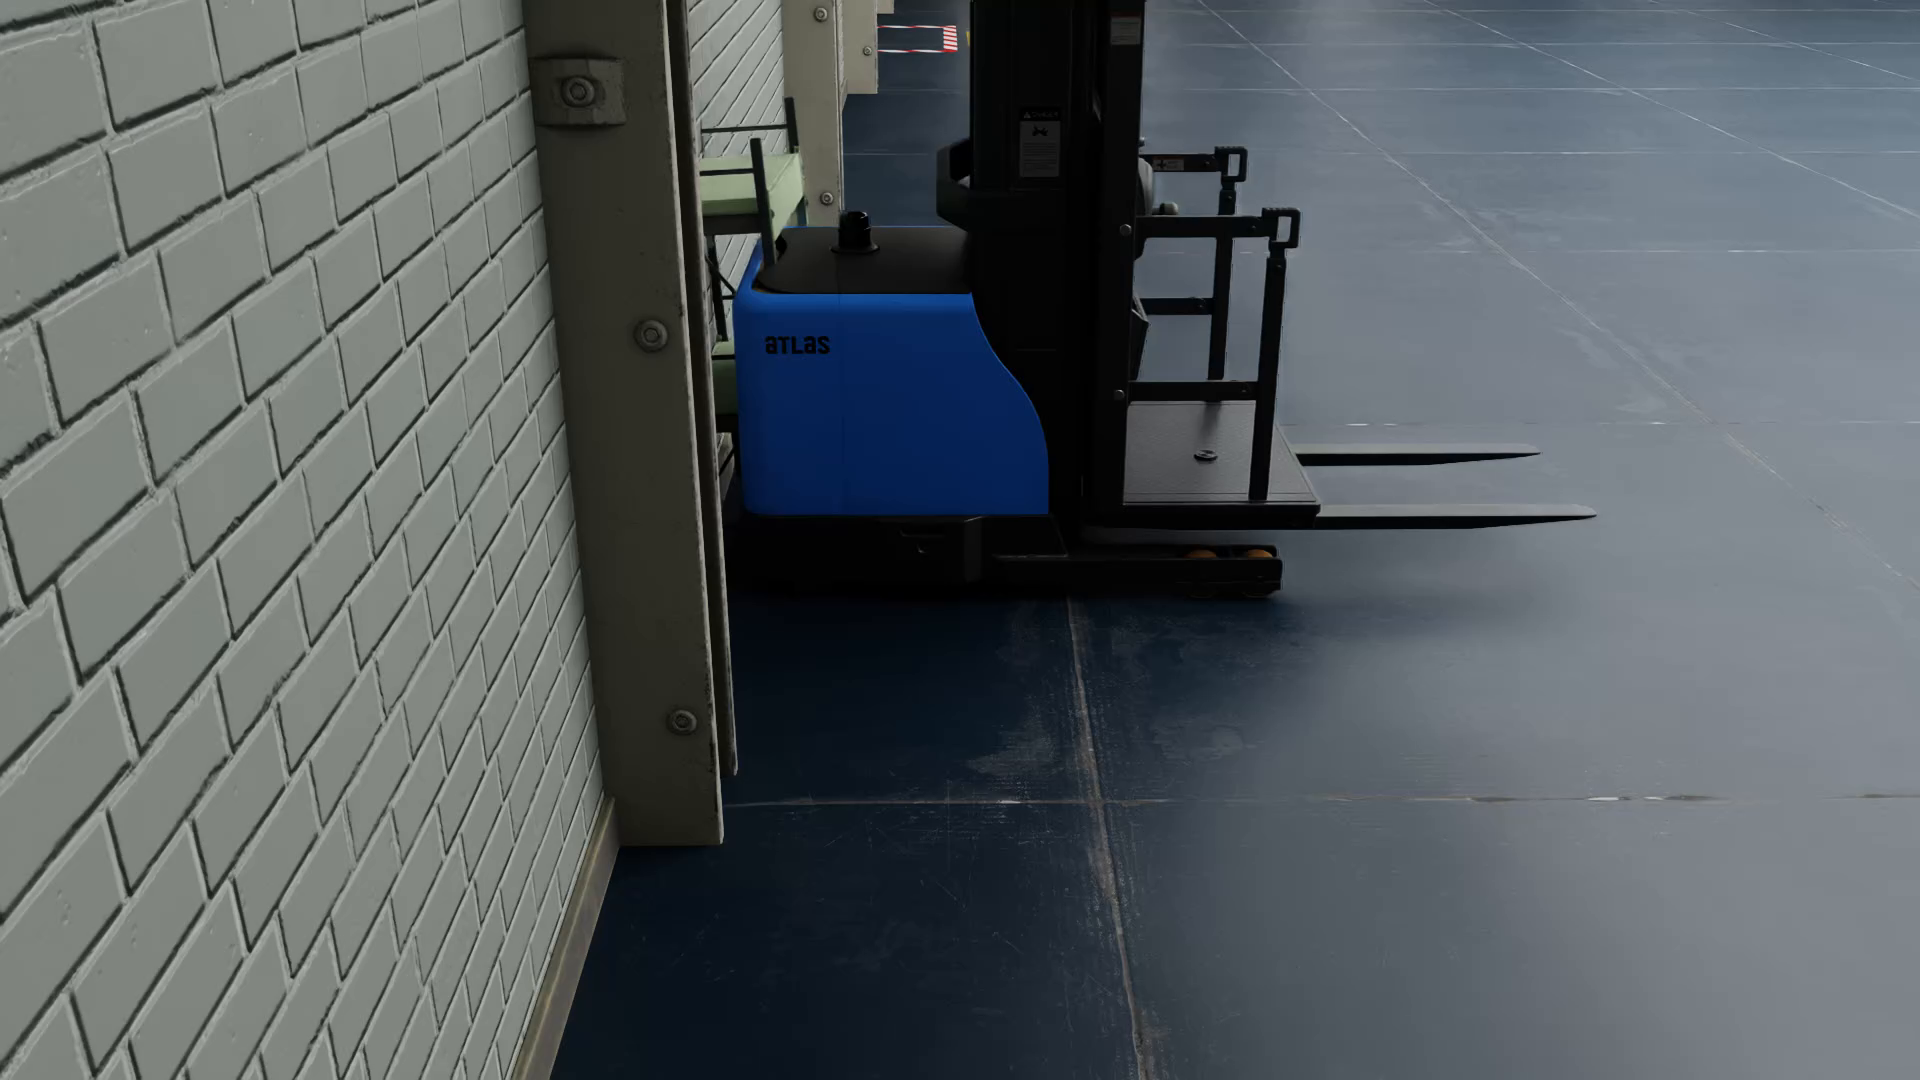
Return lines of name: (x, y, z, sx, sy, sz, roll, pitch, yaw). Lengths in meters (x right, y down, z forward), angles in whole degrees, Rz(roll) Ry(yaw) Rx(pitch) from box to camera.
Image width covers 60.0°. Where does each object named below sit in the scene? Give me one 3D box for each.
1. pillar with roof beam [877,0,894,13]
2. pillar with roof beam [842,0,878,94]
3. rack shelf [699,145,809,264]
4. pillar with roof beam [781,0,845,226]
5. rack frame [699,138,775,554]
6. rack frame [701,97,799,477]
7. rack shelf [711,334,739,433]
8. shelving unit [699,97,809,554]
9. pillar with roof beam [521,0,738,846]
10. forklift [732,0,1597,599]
pillar with roof beam: (3.314, -10.802, 19.214, 9.100, 9.000, 0.400, 0, 24, -1)
pillar with roof beam: (3.379, -8.330, 13.748, 9.100, 9.000, 0.400, 0, 24, -1)
rack shelf: (-0.809, -1.142, 5.960, 0.431, 0.370, 0.720, -2, 25, 5)
pillar with roof beam: (3.445, -5.858, 8.281, 9.100, 9.000, 0.400, 0, 24, -1)
rack frame: (-0.805, -0.634, 5.794, 0.400, 1.500, 0.023, -2, 25, 5)
rack frame: (-0.761, -0.945, 6.455, 0.400, 1.500, 0.023, -2, 25, 5)
rack shelf: (-0.761, -0.495, 6.262, 0.431, 0.370, 0.720, -2, 25, 5)
shelving unit: (-0.783, -0.789, 6.124, 0.431, 1.500, 0.755, -2, 25, 5)
pillar with roof beam: (3.510, -3.385, 2.815, 9.100, 9.000, 0.400, 0, 24, -1)
forklift: (0.748, -1.351, 5.681, 3.031, 2.935, 1.130, 0, 24, -1)
